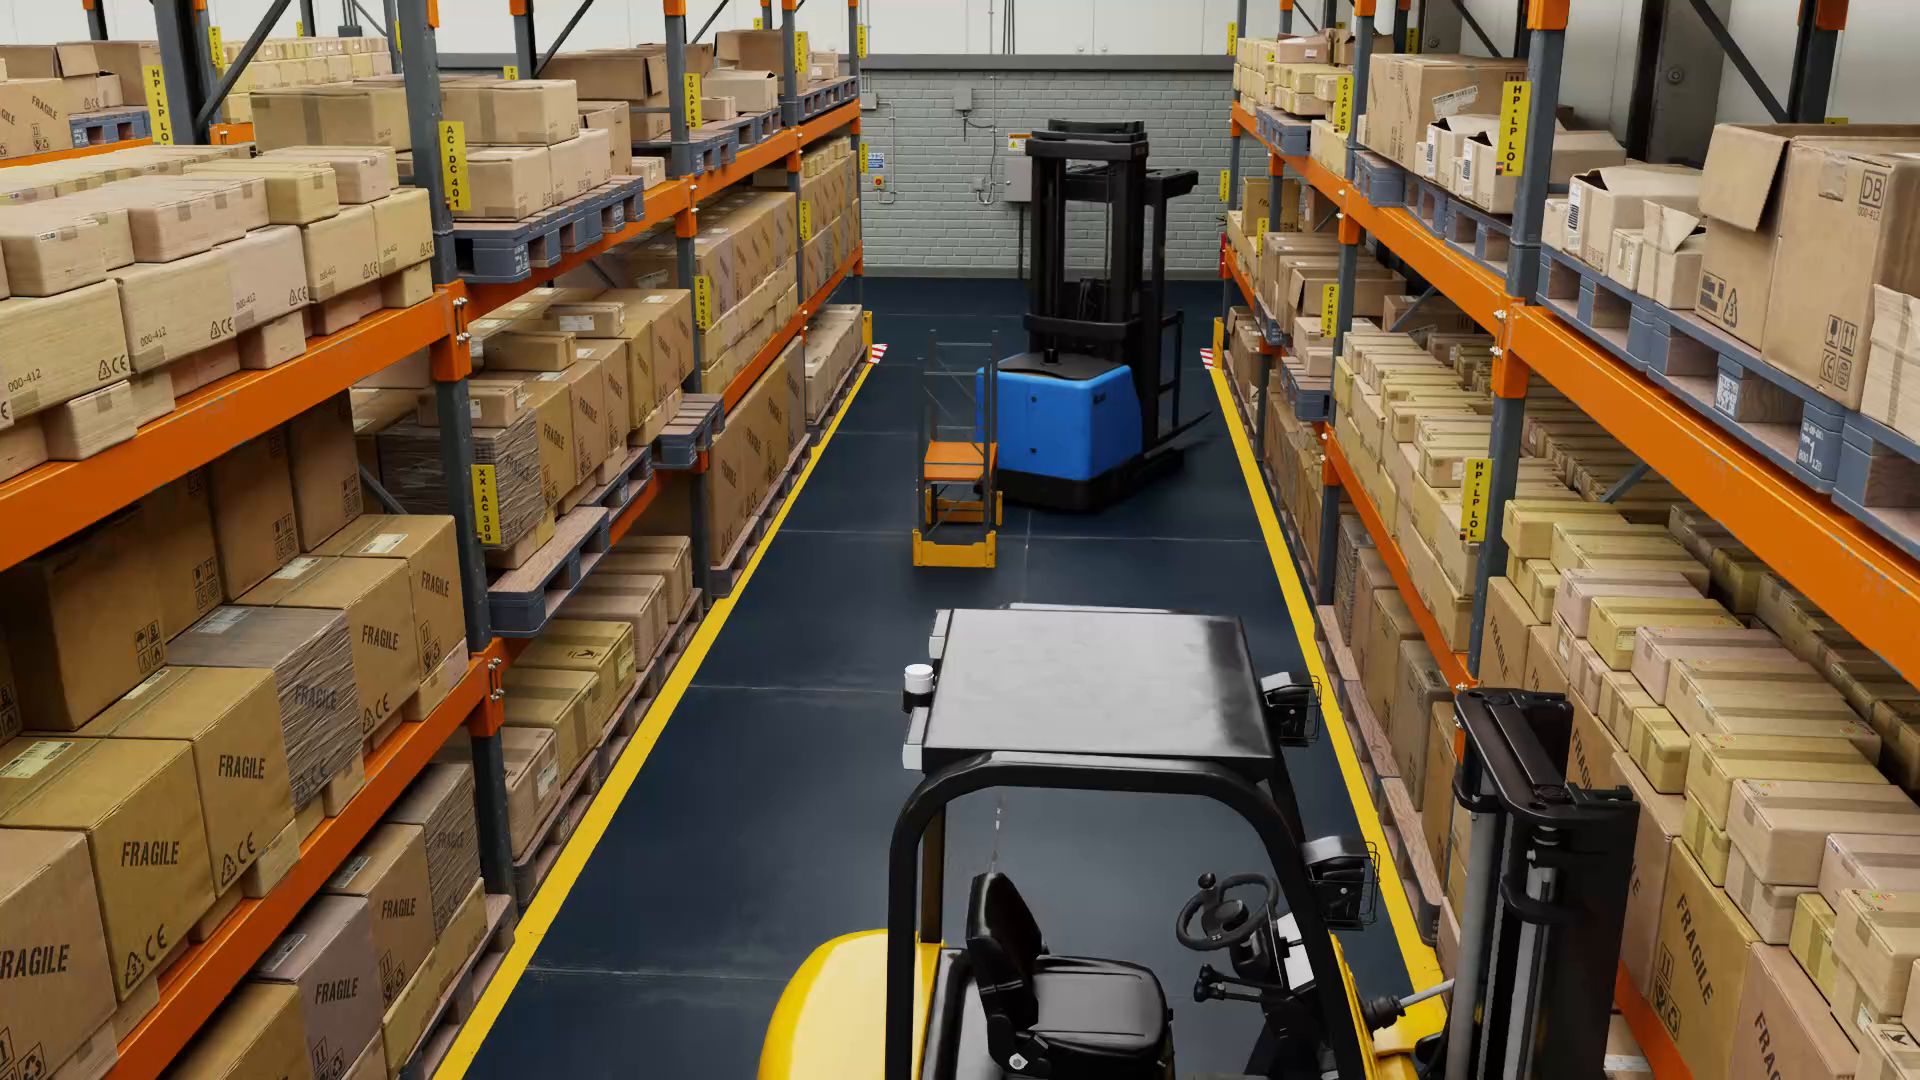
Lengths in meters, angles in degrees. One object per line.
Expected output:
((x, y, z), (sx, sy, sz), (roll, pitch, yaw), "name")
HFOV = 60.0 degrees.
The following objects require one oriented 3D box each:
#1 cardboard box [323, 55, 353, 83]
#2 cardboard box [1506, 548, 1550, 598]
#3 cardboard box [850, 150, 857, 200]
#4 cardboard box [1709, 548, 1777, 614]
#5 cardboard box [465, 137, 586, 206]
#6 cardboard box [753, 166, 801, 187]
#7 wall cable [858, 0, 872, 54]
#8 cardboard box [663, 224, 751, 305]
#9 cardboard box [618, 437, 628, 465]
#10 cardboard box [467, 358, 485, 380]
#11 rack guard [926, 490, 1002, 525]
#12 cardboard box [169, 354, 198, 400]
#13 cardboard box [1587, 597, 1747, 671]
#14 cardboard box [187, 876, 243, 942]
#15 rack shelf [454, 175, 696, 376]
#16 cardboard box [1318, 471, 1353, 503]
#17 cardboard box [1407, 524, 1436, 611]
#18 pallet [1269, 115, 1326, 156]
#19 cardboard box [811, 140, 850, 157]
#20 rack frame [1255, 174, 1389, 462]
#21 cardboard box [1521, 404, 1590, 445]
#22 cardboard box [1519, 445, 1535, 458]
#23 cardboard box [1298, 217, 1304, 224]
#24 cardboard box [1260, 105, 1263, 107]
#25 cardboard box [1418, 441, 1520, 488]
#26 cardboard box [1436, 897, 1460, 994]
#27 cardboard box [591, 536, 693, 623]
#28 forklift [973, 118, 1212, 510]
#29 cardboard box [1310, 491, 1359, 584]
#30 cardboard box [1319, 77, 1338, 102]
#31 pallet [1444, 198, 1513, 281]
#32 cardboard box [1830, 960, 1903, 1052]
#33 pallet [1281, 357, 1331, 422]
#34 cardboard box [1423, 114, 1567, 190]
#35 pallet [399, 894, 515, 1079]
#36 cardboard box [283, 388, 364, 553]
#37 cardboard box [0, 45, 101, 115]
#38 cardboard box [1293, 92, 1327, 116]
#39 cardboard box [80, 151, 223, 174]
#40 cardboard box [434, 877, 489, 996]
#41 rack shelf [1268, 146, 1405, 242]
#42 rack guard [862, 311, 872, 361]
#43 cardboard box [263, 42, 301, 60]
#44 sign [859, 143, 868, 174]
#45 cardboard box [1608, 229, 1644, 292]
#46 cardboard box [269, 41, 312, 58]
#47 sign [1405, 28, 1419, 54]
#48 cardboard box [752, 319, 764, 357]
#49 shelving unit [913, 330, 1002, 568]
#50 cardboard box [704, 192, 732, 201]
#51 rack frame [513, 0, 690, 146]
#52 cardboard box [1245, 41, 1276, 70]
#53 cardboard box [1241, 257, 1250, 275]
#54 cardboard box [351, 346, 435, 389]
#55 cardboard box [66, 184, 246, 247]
((-6.379, -4.672, 16.483), (0.500, 0.250, 0.500), (2, 18, 5), "cardboard box")
((2.226, 0.107, 6.078), (0.380, 0.149, 0.250), (1, 18, 3), "cardboard box")
((-1.377, -3.835, 17.543), (0.500, 0.500, 0.500), (2, 18, 6), "cardboard box")
((2.724, 0.138, 5.506), (0.380, 0.149, 0.250), (1, 18, 3), "cardboard box")
((-1.963, -1.624, 7.312), (0.500, 0.250, 0.500), (1, 18, 3), "cardboard box")
((-1.585, -3.148, 14.405), (0.380, 0.149, 0.250), (1, 18, 3), "cardboard box")
((-1.453, -8.091, 22.664), (0.463, 3.000, 0.029), (1, 18, 4), "wall cable")
((-1.796, -1.968, 11.844), (0.500, 0.500, 0.500), (2, 18, 5), "cardboard box")
((-1.975, -0.473, 8.778), (0.380, 0.149, 0.250), (1, 18, 2), "cardboard box")
((-2.559, -0.592, 8.098), (0.500, 0.500, 0.500), (2, 18, 6), "cardboard box")
((0.030, -0.250, 12.784), (0.587, 0.250, 0.087), (1, 18, 4), "rack guard")
((-2.365, -0.464, 4.607), (0.380, 0.149, 0.250), (1, 18, 3), "cardboard box")
((2.141, 0.286, 5.053), (0.380, 0.149, 0.250), (1, 18, 3), "cardboard box")
((-2.336, 1.038, 4.843), (0.380, 0.149, 0.250), (1, 18, 2), "cardboard box")
((-2.297, -1.445, 8.354), (1.077, 0.370, 4.000), (1, 18, 4), "rack shelf")
((2.580, -0.352, 10.978), (0.380, 0.149, 0.250), (0, 18, 1), "cardboard box")
((2.317, 0.122, 7.474), (0.500, 0.250, 0.500), (1, 18, 4), "cardboard box")
((2.896, -2.928, 12.027), (1.213, 0.211, 1.003), (1, 18, 4), "pallet")
((-1.335, -4.021, 17.069), (0.380, 0.149, 0.250), (1, 18, 3), "cardboard box")
((3.084, -2.115, 14.061), (1.000, 3.000, 0.127), (1, 18, 4), "rack frame")
((2.906, -0.563, 8.123), (0.380, 0.149, 0.250), (1, 18, 4), "cardboard box")
((2.897, -0.264, 7.849), (0.500, 0.250, 0.500), (1, 18, 3), "cardboard box")
((3.565, -3.119, 16.887), (0.500, 0.250, 0.500), (1, 18, 4), "cardboard box")
((2.946, -3.936, 15.203), (0.380, 0.149, 0.250), (1, 18, 4), "cardboard box")
((2.271, -0.338, 7.434), (0.380, 0.149, 0.250), (1, 18, 2), "cardboard box")
((2.146, 1.619, 6.406), (0.500, 0.250, 0.500), (1, 18, 4), "cardboard box")
((-2.204, 0.242, 10.414), (0.950, 0.372, 0.625), (0, 18, 0), "cardboard box")
((1.281, -2.030, 13.911), (1.130, 2.935, 3.031), (10, 21, 29), "forklift")
((2.613, -0.021, 11.009), (0.500, 0.500, 0.500), (2, 18, 6), "cardboard box")
((2.604, -2.996, 11.055), (0.380, 0.149, 0.250), (1, 18, 3), "cardboard box")
((2.561, -1.239, 6.878), (0.805, 0.209, 1.217), (1, 18, 2), "pallet")
((2.038, 0.983, 3.405), (0.380, 0.149, 0.250), (2, 18, 5), "cardboard box")
((2.776, -0.994, 10.947), (1.213, 0.211, 1.003), (1, 18, 4), "pallet")
((2.375, -1.729, 7.375), (0.500, 0.311, 0.500), (1, 18, 2), "cardboard box")
((-2.453, 1.794, 6.609), (1.003, 0.211, 1.213), (1, 18, 4), "pallet")
((-2.688, -0.273, 6.193), (0.700, 0.500, 0.500), (1, 18, 3), "cardboard box")
((-7.053, -3.501, 12.634), (0.797, 0.503, 0.637), (1, 18, 3), "cardboard box")
((2.582, -3.107, 11.838), (0.380, 0.149, 0.250), (2, 18, 5), "cardboard box")
((-2.778, -1.253, 5.736), (0.380, 0.149, 0.250), (2, 18, 6), "cardboard box")
((-2.215, 1.556, 6.597), (0.500, 0.250, 0.500), (2, 18, 6), "cardboard box")
((2.941, -2.578, 11.811), (1.077, 0.370, 4.000), (1, 18, 4), "rack shelf")
((-1.578, -2.287, 18.599), (1.175, 0.500, 0.348), (1, 18, 4), "rack guard")
((-6.407, -4.577, 15.556), (0.380, 0.149, 0.250), (2, 18, 7), "cardboard box")
((-1.040, -4.114, 17.920), (0.100, 0.325, 0.005), (1, 18, 4), "sign")
((2.121, -0.813, 4.837), (0.380, 0.149, 0.250), (2, 18, 6), "cardboard box")
((-6.401, -4.659, 15.805), (0.380, 0.149, 0.250), (1, 18, 2), "cardboard box")
((3.638, -3.962, 13.418), (0.100, 0.325, 0.005), (1, 18, 4), "sign")
((-1.773, -1.534, 12.528), (0.500, 0.250, 0.500), (1, 18, 4), "cardboard box")
((-0.005, -0.689, 12.117), (0.587, 1.500, 1.083), (1, 18, 4), "shelving unit")
((-2.185, -2.617, 13.827), (0.500, 0.500, 0.500), (1, 18, 5), "cardboard box")
((-2.154, -3.834, 9.671), (1.000, 3.000, 0.127), (1, 18, 4), "rack frame")
((3.011, -4.645, 15.924), (0.500, 0.250, 0.500), (1, 18, 3), "cardboard box")
((2.933, -2.661, 16.130), (0.380, 0.149, 0.250), (2, 18, 5), "cardboard box")
((-2.596, -0.800, 7.692), (0.380, 0.149, 0.250), (1, 18, 2), "cardboard box")
((-2.271, -0.918, 4.712), (0.380, 0.149, 0.250), (1, 18, 5), "cardboard box")
